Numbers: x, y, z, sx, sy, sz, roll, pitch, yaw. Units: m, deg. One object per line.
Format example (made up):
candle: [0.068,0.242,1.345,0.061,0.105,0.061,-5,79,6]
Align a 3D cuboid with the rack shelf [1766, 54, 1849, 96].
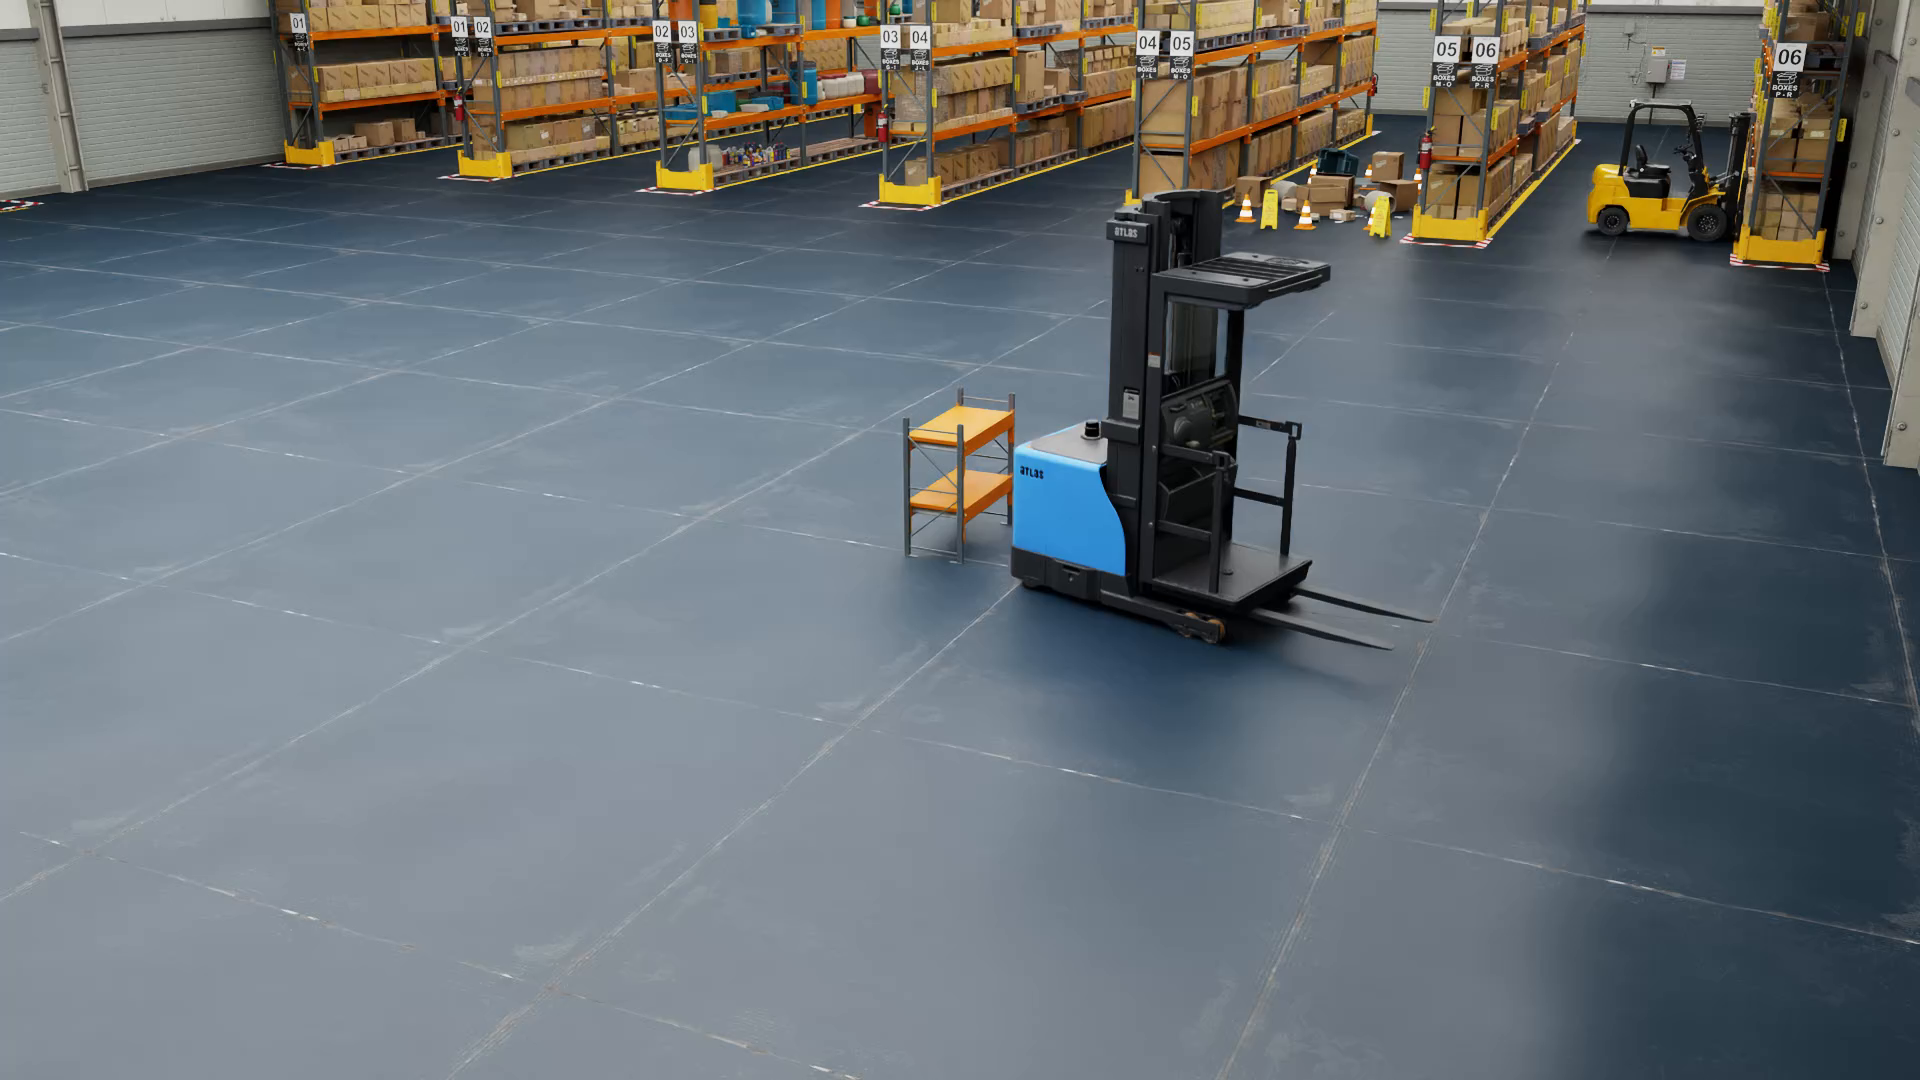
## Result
rack shelf: [13.418,-7.413,26.435,1.077,0.370,4.000,9,21,23]

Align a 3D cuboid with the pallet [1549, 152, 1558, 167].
pallet: [12.736,-8.516,37.099,1.003,0.211,1.213,9,21,23]

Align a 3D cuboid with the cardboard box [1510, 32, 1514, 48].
cardboard box: [8.922,-8.322,27.695,0.500,0.250,0.500,9,22,24]

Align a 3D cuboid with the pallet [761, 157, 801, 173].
pallet: [-4.165,-8.156,36.088,1.003,0.211,1.213,9,21,23]

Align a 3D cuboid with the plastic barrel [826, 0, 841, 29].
plastic barrel: [-3.016,-12.087,37.862,0.600,0.830,0.708,9,21,23]

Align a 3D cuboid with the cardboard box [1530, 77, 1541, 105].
cardboard box: [11.006,-8.747,32.368,0.500,0.500,0.500,7,21,19]

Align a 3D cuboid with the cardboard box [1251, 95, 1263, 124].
cardboard box: [5.611,-8.450,32.602,0.500,0.500,0.500,9,21,23]

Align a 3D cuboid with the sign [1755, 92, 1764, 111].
sign: [13.738,-7.530,28.556,0.100,0.325,0.005,9,21,23]

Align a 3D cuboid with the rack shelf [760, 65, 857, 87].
rack shelf: [-4.275,-13.069,46.813,1.077,0.370,4.000,9,21,23]

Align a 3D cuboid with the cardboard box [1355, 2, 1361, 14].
cardboard box: [9.269,-12.720,39.761,0.500,0.250,0.500,9,21,24]

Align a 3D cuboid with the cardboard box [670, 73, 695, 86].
cardboard box: [-6.921,-11.426,41.254,0.500,0.311,0.500,10,22,26]

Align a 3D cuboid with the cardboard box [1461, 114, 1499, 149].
cardboard box: [8.516,-6.702,27.243,0.500,0.500,0.500,8,21,22]

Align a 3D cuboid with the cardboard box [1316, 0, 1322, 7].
cardboard box: [7.674,-11.930,37.280,0.797,0.503,0.637,8,21,22]

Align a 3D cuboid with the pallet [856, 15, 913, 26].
pallet: [-1.812,-12.437,39.770,1.003,0.211,1.213,9,21,23]

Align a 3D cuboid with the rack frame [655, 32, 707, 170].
rack frame: [-5.490,-8.447,32.744,1.000,3.000,0.127,9,21,23]

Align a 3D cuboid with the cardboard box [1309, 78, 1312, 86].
cardboard box: [7.590,-10.160,36.865,0.380,0.149,0.250,9,21,23]

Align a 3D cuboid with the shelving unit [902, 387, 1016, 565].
shelving unit: [0.003,-0.532,13.286,0.538,1.125,1.048,9,21,23]

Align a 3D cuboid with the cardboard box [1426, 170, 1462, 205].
cardboard box: [8.160,-5.944,28.064,0.500,0.500,0.500,9,21,23]

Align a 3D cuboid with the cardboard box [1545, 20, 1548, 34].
cardboard box: [10.705,-9.607,31.125,0.500,0.250,0.500,8,21,22]

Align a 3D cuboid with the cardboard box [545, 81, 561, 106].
cardboard box: [-9.173,-9.790,36.370,0.700,0.500,0.500,9,22,24]

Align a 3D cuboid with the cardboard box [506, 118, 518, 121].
cardboard box: [-11.817,-10.913,42.751,0.700,0.500,0.500,9,21,23]

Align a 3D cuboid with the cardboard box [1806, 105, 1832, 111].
cardboard box: [13.976,-6.989,27.083,0.380,0.149,0.250,8,21,22]

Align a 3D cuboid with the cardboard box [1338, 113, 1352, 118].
cardboard box: [9.501,-10.494,41.241,0.380,0.149,0.250,8,21,21]

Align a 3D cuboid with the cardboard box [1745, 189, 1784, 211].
cardboard box: [12.503,-5.285,25.837,0.500,0.250,0.500,9,22,25]

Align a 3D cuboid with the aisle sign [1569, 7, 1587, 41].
aisle sign: [14.934,-12.503,40.270,0.394,0.787,0.004,9,21,23]

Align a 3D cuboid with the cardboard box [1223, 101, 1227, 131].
cardboard box: [4.477,-7.915,31.024,0.875,0.550,0.550,9,21,23]

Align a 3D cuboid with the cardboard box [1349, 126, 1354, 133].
cardboard box: [9.572,-10.206,41.318,0.380,0.149,0.250,9,21,24]

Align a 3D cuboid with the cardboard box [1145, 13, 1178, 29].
cardboard box: [3.458,-8.972,28.747,0.500,0.250,0.500,9,21,23]

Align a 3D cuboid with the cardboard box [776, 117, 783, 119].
cardboard box: [-5.034,-11.636,44.784,0.500,0.500,0.500,8,21,22]

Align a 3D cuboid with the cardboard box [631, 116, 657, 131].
cardboard box: [-7.553,-9.920,39.526,0.500,0.311,0.500,8,21,21]

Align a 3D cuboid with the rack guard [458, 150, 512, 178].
rack guard: [-10.018,-7.943,35.057,1.175,0.500,0.348,9,21,23]

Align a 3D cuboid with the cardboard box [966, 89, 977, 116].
cardboard box: [-0.167,-8.587,32.543,0.875,0.500,0.500,9,21,23]

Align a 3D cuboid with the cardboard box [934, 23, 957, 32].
cardboard box: [-0.286,-9.584,31.093,0.380,0.149,0.250,9,22,25]

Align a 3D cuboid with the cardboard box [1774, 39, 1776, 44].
cardboard box: [13.353,-8.133,26.810,0.396,0.266,0.258,8,21,21]

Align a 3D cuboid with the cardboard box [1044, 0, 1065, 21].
cardboard box: [1.920,-11.421,35.735,0.500,0.500,0.500,9,21,24]

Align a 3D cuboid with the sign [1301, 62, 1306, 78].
sign: [7.296,-9.972,35.304,0.100,0.325,0.005,9,21,23]

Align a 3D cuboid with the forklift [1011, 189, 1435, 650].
forklift: [1.843,-0.867,11.533,3.031,2.935,1.130,15,25,37]

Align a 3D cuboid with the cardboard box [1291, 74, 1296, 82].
cardboard box: [7.156,-9.977,35.908,0.380,0.149,0.250,9,21,23]

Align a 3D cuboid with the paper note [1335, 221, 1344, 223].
paper note: [6.640,-5.571,29.088,0.148,0.019,0.142,1,20,4]

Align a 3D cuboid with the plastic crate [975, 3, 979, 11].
plastic crate: [0.185,-14.293,44.798,0.504,0.338,0.767,9,21,23]

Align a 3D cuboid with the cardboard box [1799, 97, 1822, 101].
cardboard box: [15.519,-7.991,30.345,0.380,0.149,0.250,8,21,22]

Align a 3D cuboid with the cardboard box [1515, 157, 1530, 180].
cardboard box: [10.810,-7.415,33.137,0.950,0.372,0.625,8,21,22]

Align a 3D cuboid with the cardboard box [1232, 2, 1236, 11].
cardboard box: [4.774,-9.653,30.068,0.380,0.149,0.250,8,21,22]

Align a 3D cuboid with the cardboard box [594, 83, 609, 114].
cardboard box: [-10.124,-12.171,45.797,0.750,0.750,0.750,9,22,24]

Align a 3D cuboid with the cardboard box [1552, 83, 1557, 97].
cardboard box: [12.426,-9.601,35.466,0.500,0.250,0.500,9,21,24]

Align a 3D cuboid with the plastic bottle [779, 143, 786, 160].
plastic bottle: [-3.853,-8.393,35.888,0.144,0.351,0.185,8,21,21]

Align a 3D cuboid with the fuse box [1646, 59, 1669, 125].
fuse box: [18.766,-12.086,44.899,0.539,1.711,0.414,9,21,23]

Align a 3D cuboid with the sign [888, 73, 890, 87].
sign: [-1.710,-10.896,39.387,0.100,0.325,0.005,9,21,23]

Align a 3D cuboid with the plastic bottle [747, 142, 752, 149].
plastic bottle: [-4.561,-8.439,36.019,0.144,0.351,0.185,9,22,24]

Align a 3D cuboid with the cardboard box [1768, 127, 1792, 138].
cardboard box: [12.486,-6.225,25.378,0.380,0.149,0.250,9,21,23]

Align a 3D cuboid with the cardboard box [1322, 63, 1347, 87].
cardboard box: [8.859,-11.028,39.409,0.500,0.500,0.500,8,21,22]

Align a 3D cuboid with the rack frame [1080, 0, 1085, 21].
rack frame: [2.304,-13.040,36.705,1.000,3.000,0.127,9,21,23]

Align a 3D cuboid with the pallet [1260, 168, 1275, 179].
pallet: [5.895,-7.585,34.483,1.003,0.211,1.213,9,21,23]

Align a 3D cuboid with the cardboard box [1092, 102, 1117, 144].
cardboard box: [2.978,-9.889,39.344,1.225,0.875,0.875,9,21,23]
